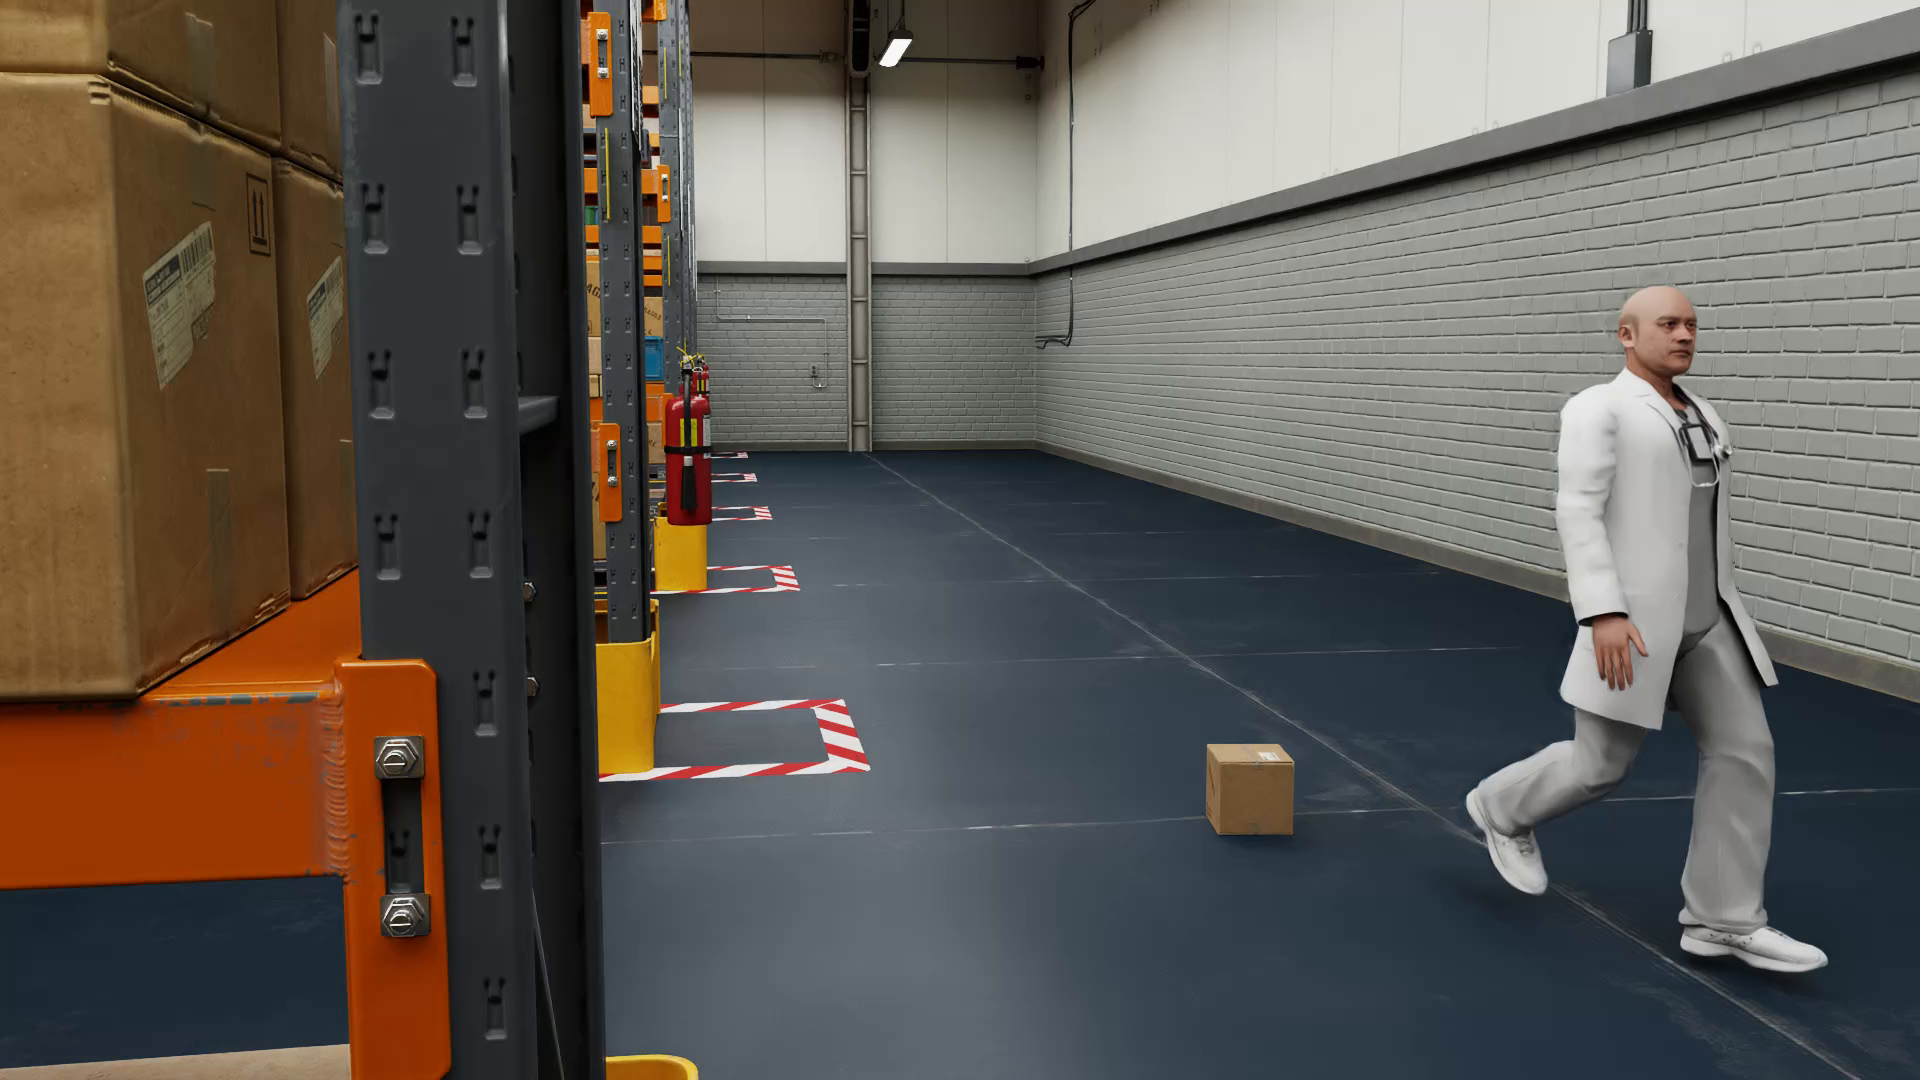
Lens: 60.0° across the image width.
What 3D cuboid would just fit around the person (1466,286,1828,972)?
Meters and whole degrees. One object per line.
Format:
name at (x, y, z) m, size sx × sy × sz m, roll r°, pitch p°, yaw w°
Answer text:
person at (1.806, 0.201, 4.422) m, size 0.618 × 1.737 × 1.024 m, roll -3°, pitch 7°, yaw -25°
